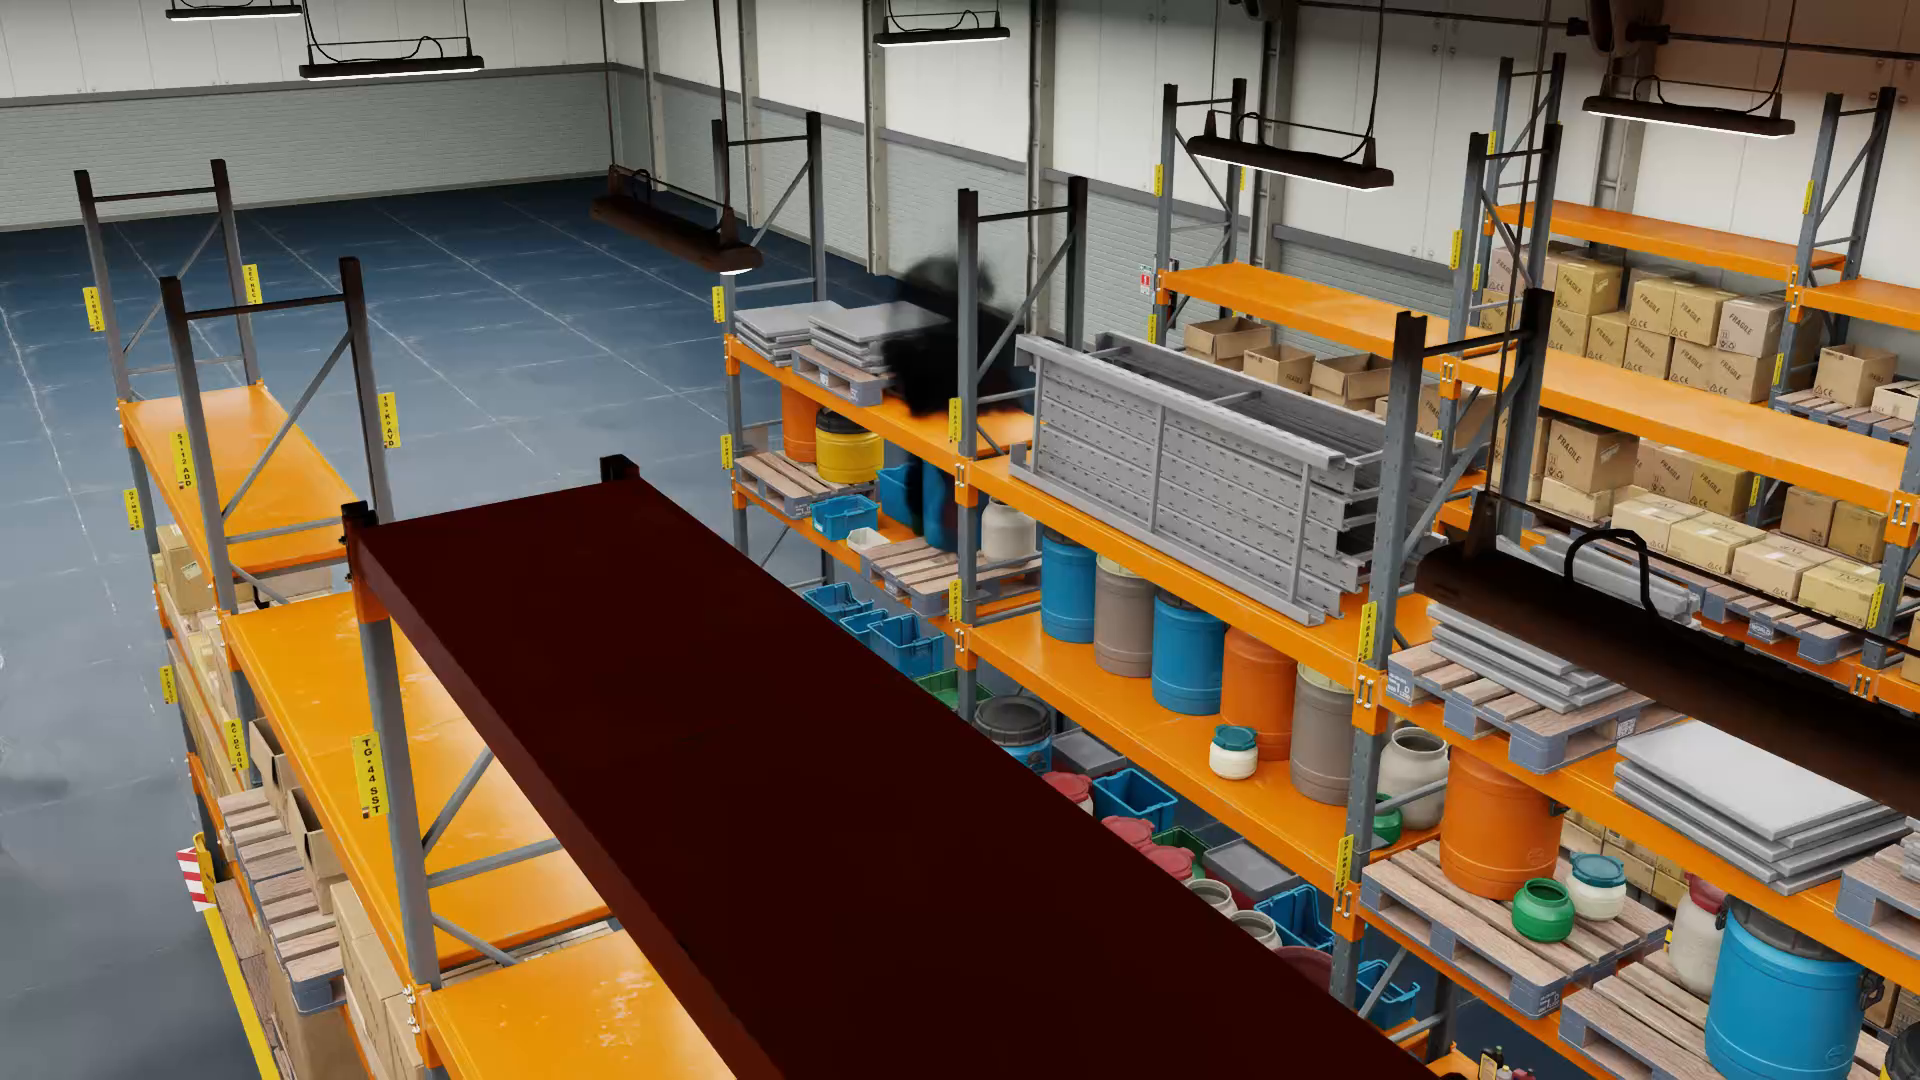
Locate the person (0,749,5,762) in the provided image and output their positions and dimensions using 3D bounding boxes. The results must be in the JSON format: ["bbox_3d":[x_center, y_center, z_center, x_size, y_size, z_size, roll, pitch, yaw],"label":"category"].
[{"bbox_3d":[-9.286,1.510,15.420,0.669,1.686,0.613,3,22,8],"label":"person"}]
